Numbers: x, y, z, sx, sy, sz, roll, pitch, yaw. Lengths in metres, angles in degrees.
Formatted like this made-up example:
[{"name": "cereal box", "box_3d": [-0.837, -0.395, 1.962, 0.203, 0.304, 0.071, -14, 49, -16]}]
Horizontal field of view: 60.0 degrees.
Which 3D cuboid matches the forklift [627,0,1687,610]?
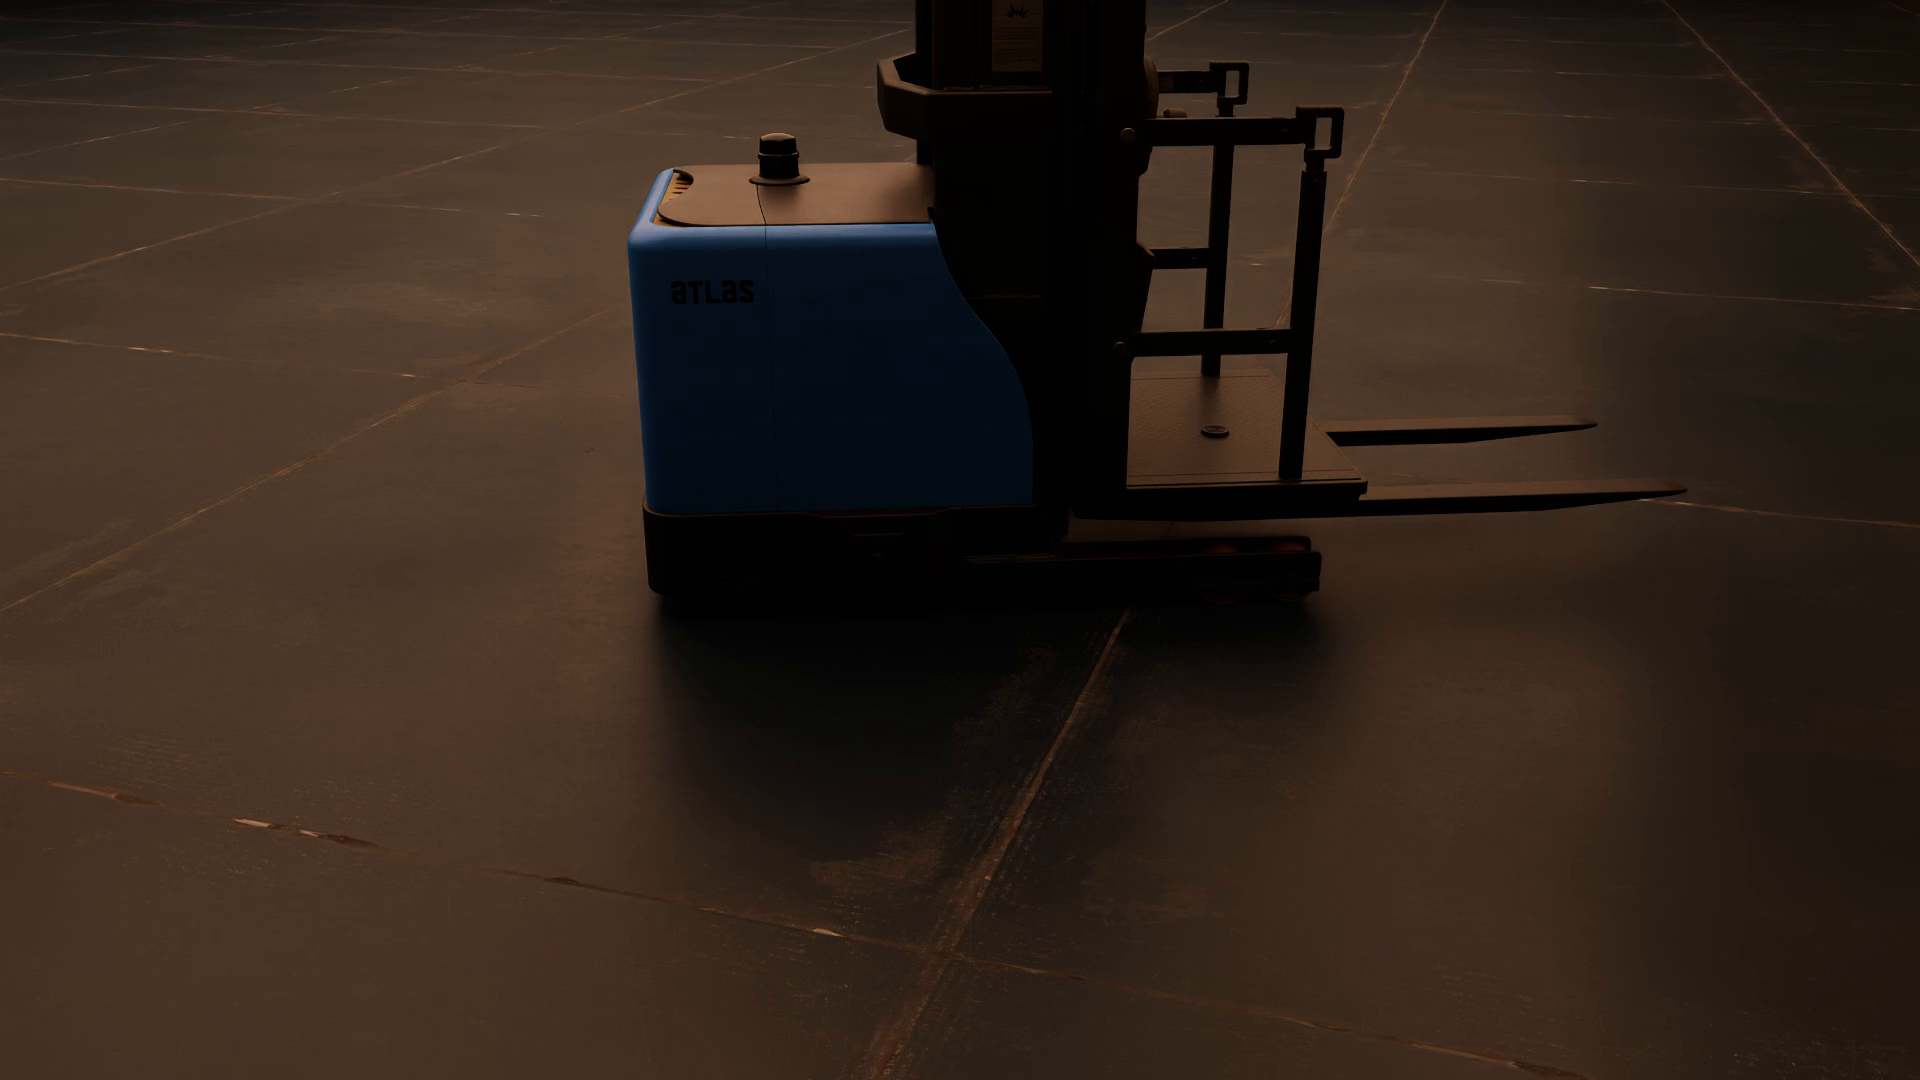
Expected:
[{"name": "forklift", "box_3d": [0.606, -1.374, 4.608, 3.031, 2.935, 1.130, -2, 23, -4]}]
